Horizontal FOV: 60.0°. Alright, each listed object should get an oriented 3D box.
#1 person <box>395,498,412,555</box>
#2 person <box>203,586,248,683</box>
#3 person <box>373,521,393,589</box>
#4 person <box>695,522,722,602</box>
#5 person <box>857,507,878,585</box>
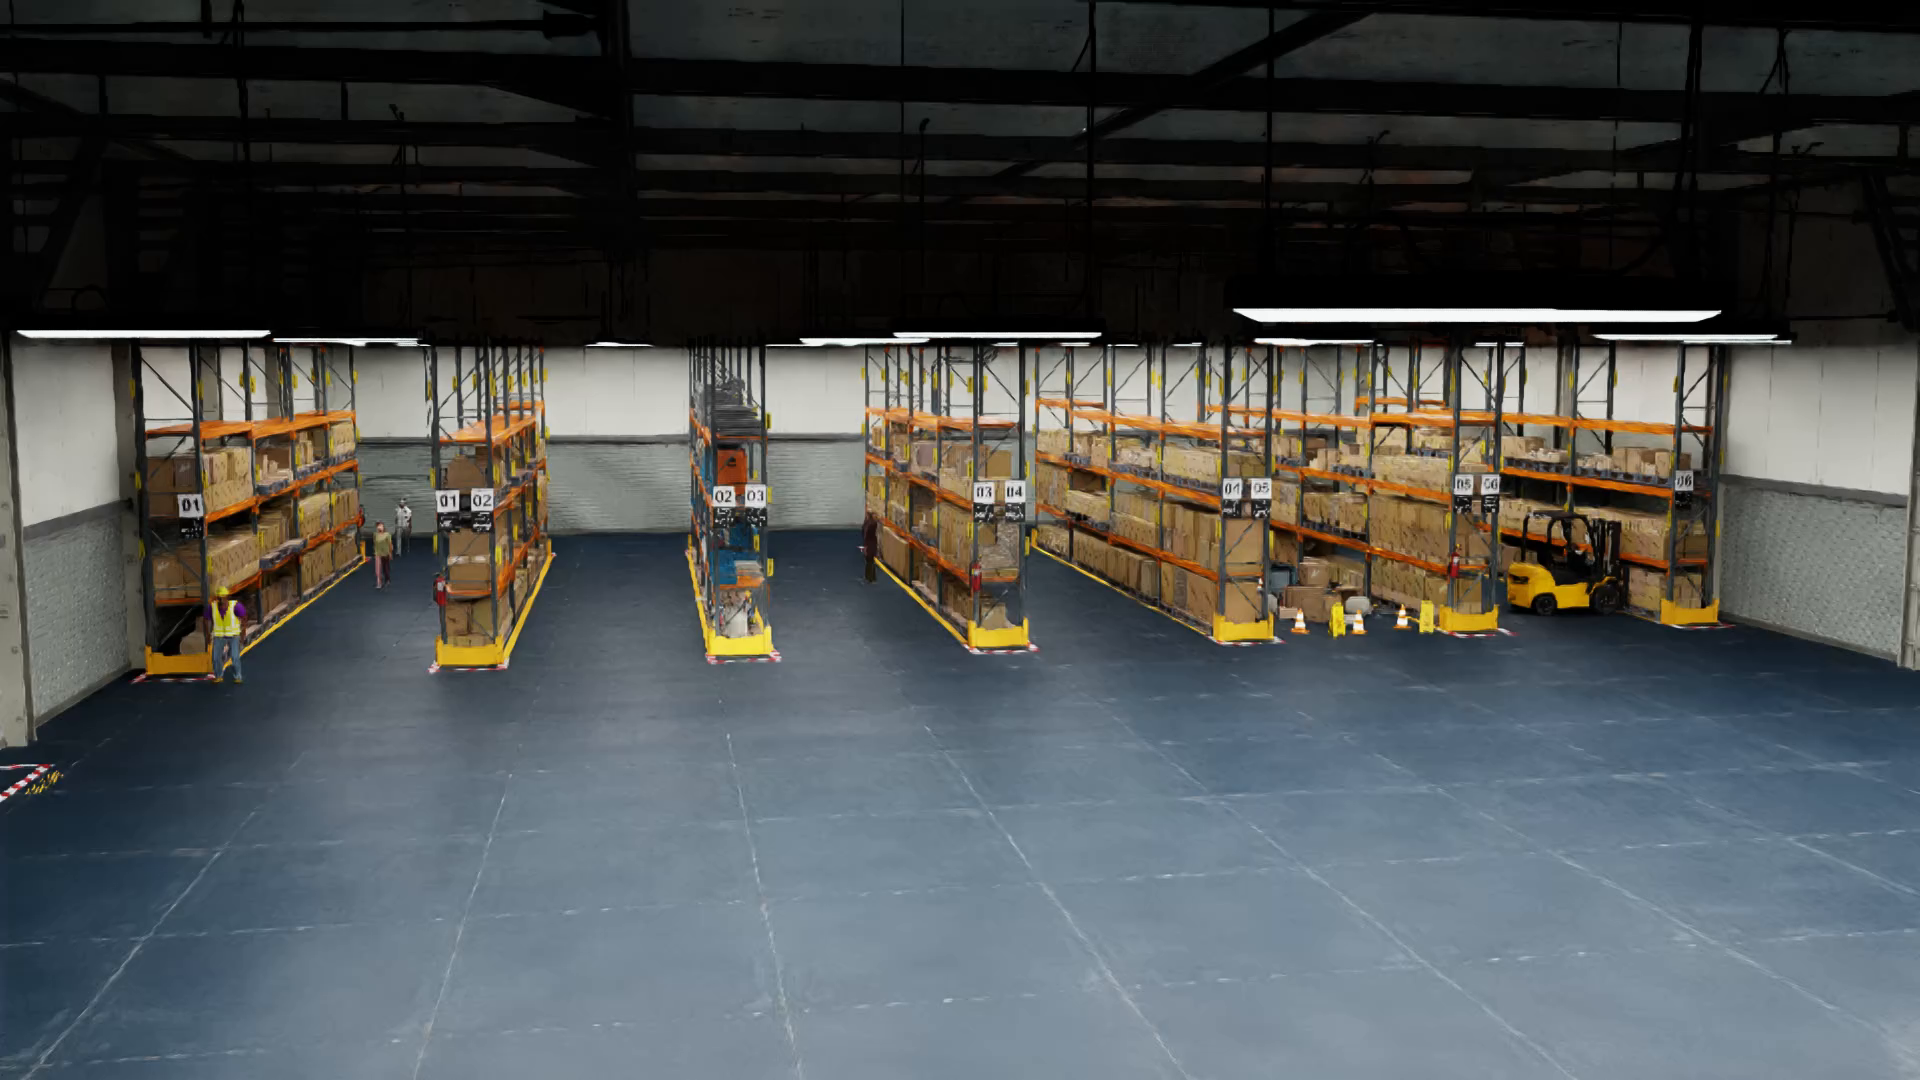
[{"bbox_3d":[-15.554,-0.405,46.468,0.445,1.590,1.091,-2,7,-13],"label":"person"},{"bbox_3d":[-12.570,1.626,28.450,0.708,1.714,0.578,-1,7,-12],"label":"person"},{"bbox_3d":[-13.874,0.338,40.003,0.458,1.612,1.019,-1,7,-12],"label":"person"},{"bbox_3d":[-5.478,0.478,36.174,0.639,1.770,0.698,0,7,-1],"label":"person"},{"bbox_3d":[-2.148,0.129,38.536,0.548,1.772,0.636,2,7,20],"label":"person"}]
